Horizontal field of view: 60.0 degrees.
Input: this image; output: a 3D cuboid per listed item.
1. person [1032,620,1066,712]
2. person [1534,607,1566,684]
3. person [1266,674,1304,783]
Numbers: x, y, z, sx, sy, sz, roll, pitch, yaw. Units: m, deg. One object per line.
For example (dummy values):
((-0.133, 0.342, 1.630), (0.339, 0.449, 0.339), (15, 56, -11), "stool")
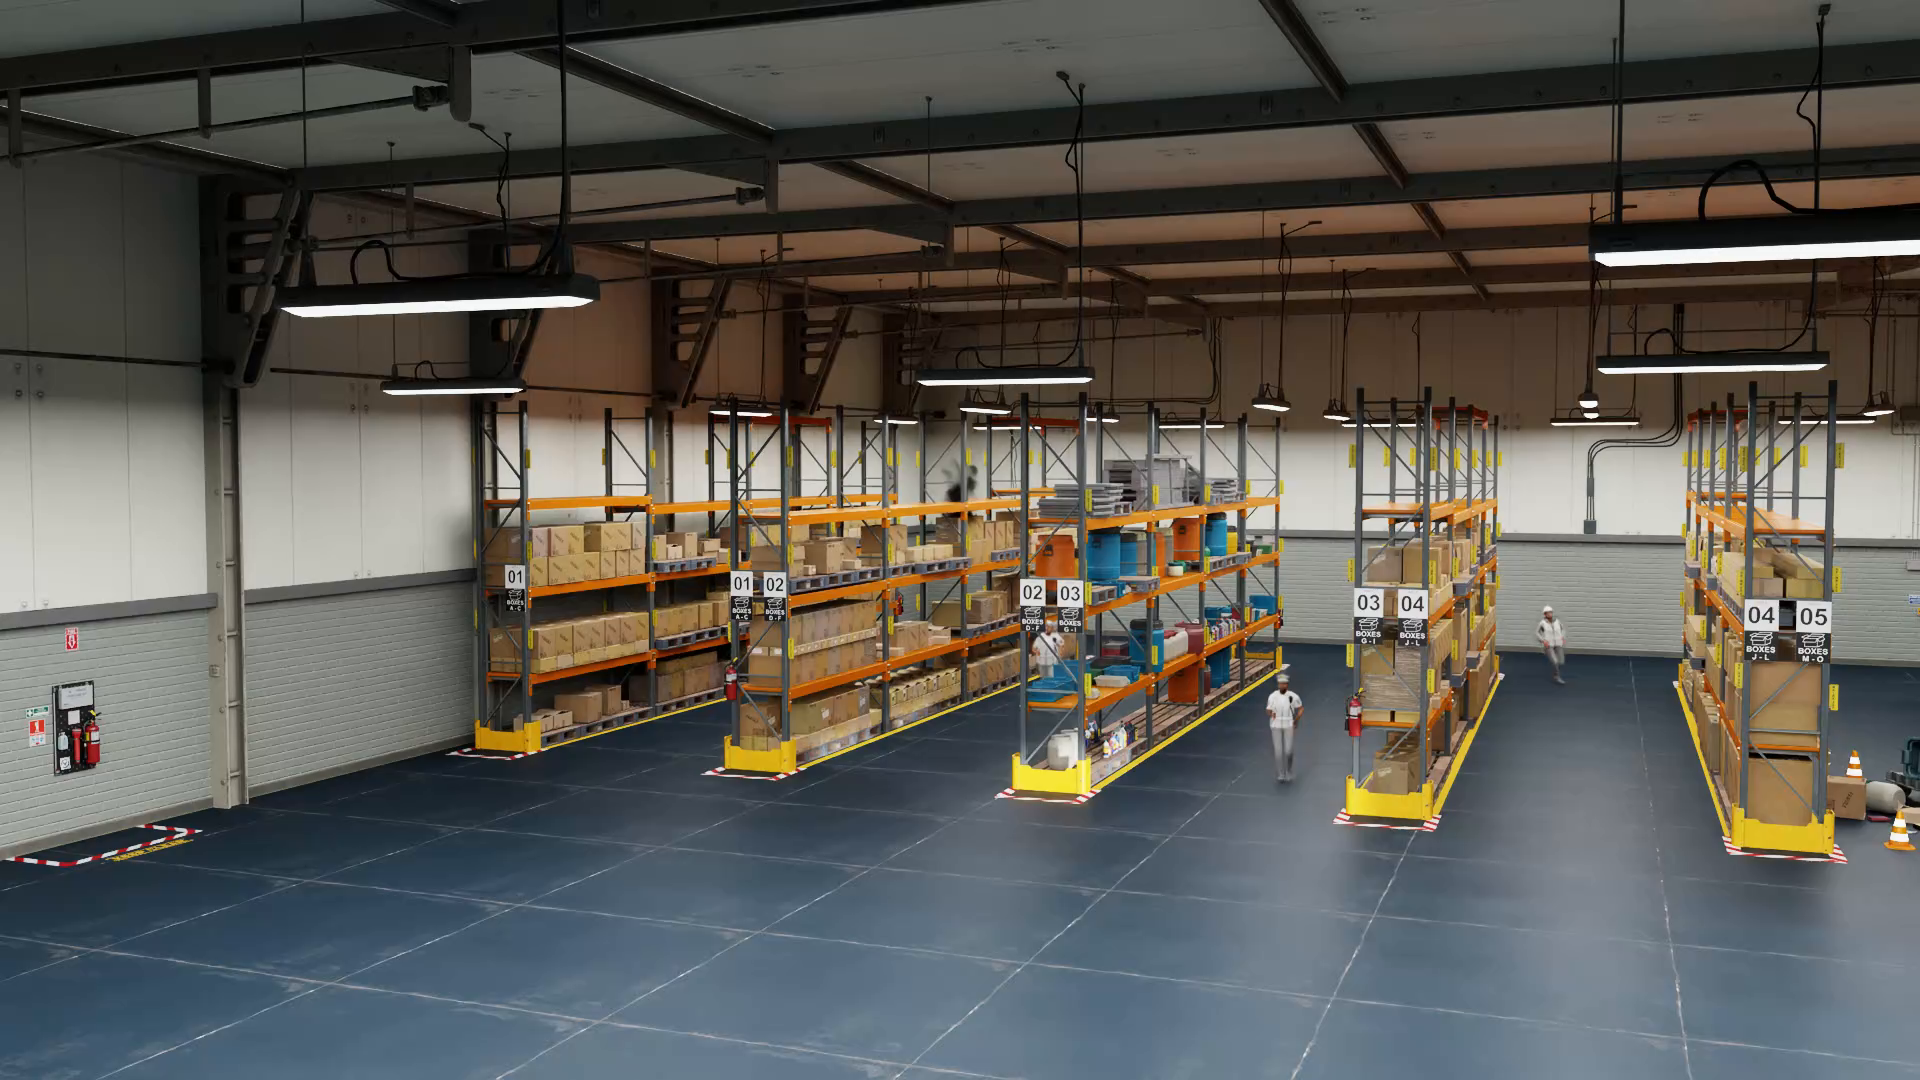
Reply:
((1.648, 2.372, 31.135), (0.612, 1.715, 0.838), (1, 3, 15), "person")
((13.223, 2.338, 37.226), (0.704, 1.708, 0.502), (0, 3, 2), "person")
((4.995, 2.913, 25.675), (0.560, 1.685, 0.605), (1, 3, 18), "person")
